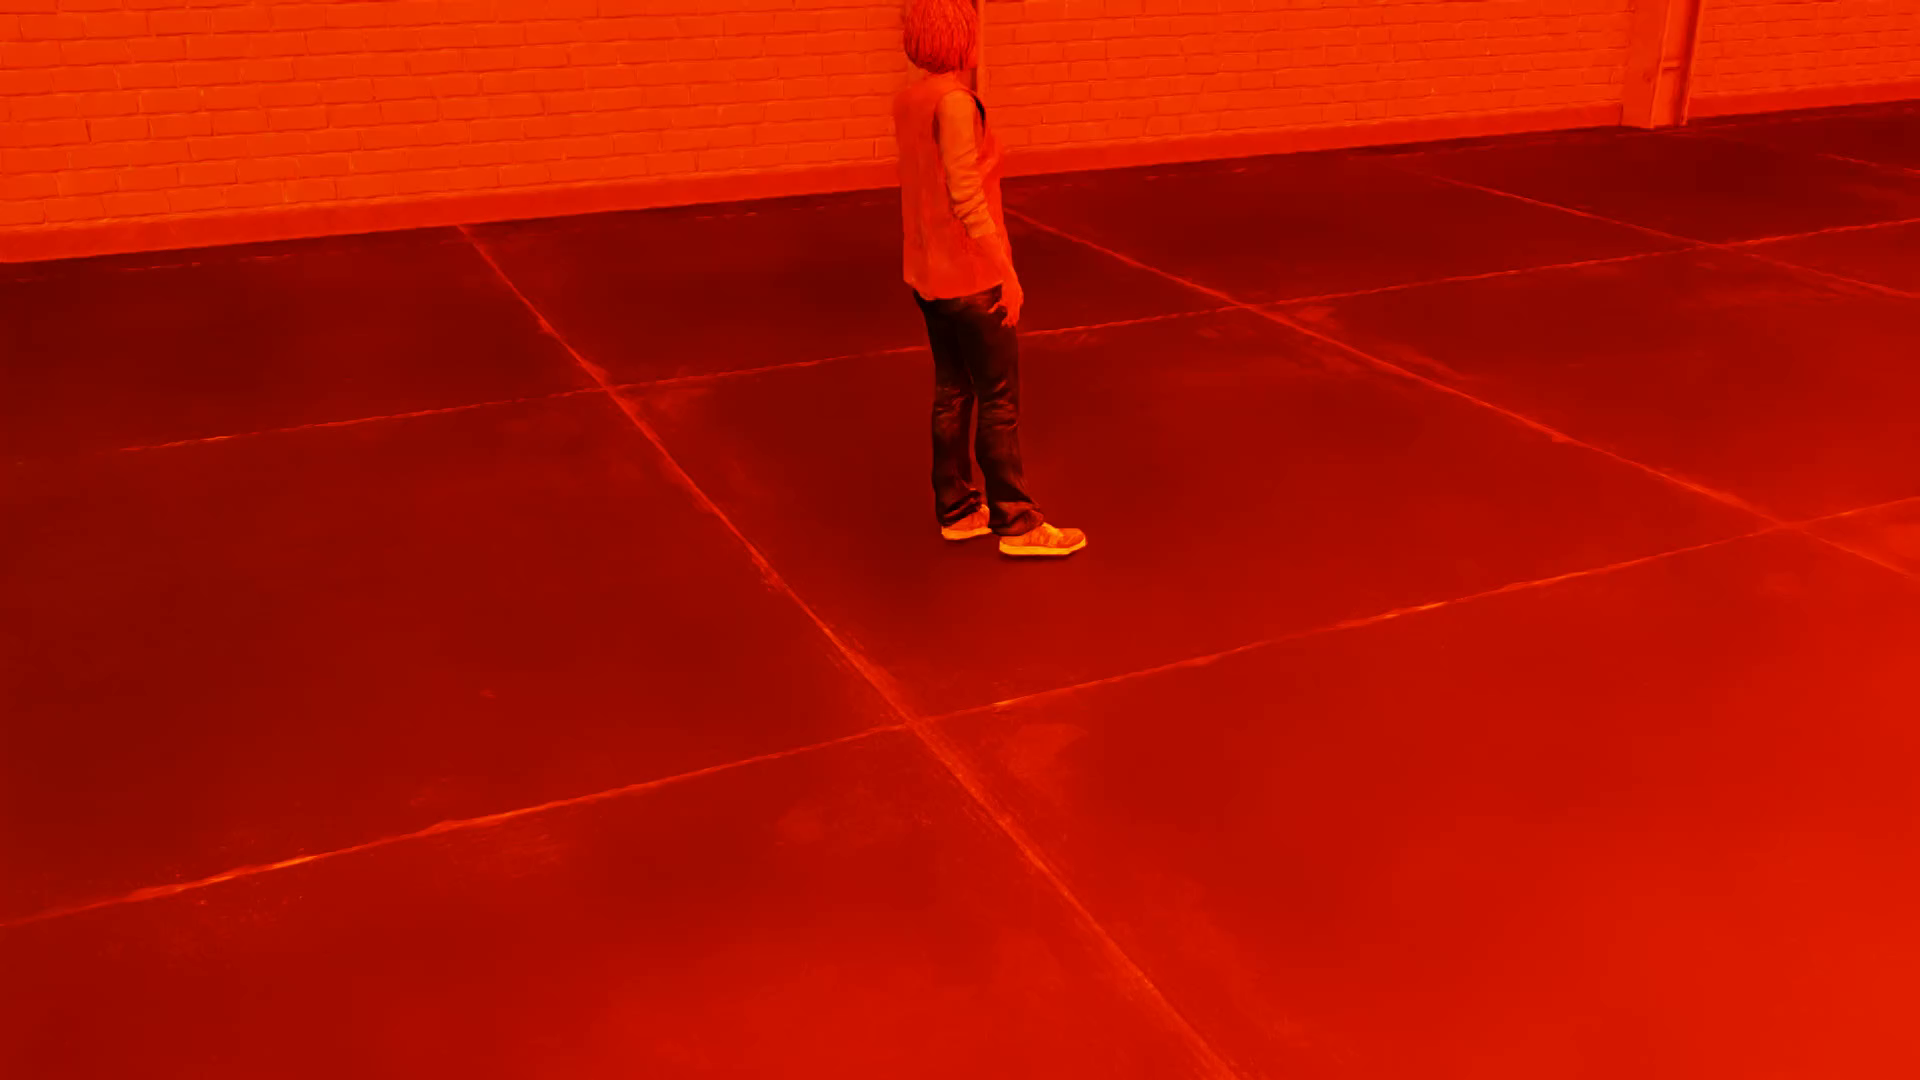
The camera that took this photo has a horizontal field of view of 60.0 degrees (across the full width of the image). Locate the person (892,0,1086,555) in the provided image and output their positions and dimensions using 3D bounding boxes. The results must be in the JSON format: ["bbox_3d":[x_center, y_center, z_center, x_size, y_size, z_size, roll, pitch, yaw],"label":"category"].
[{"bbox_3d":[0.073,-0.751,4.815,0.474,1.597,0.520,-10,25,-23],"label":"person"}]
